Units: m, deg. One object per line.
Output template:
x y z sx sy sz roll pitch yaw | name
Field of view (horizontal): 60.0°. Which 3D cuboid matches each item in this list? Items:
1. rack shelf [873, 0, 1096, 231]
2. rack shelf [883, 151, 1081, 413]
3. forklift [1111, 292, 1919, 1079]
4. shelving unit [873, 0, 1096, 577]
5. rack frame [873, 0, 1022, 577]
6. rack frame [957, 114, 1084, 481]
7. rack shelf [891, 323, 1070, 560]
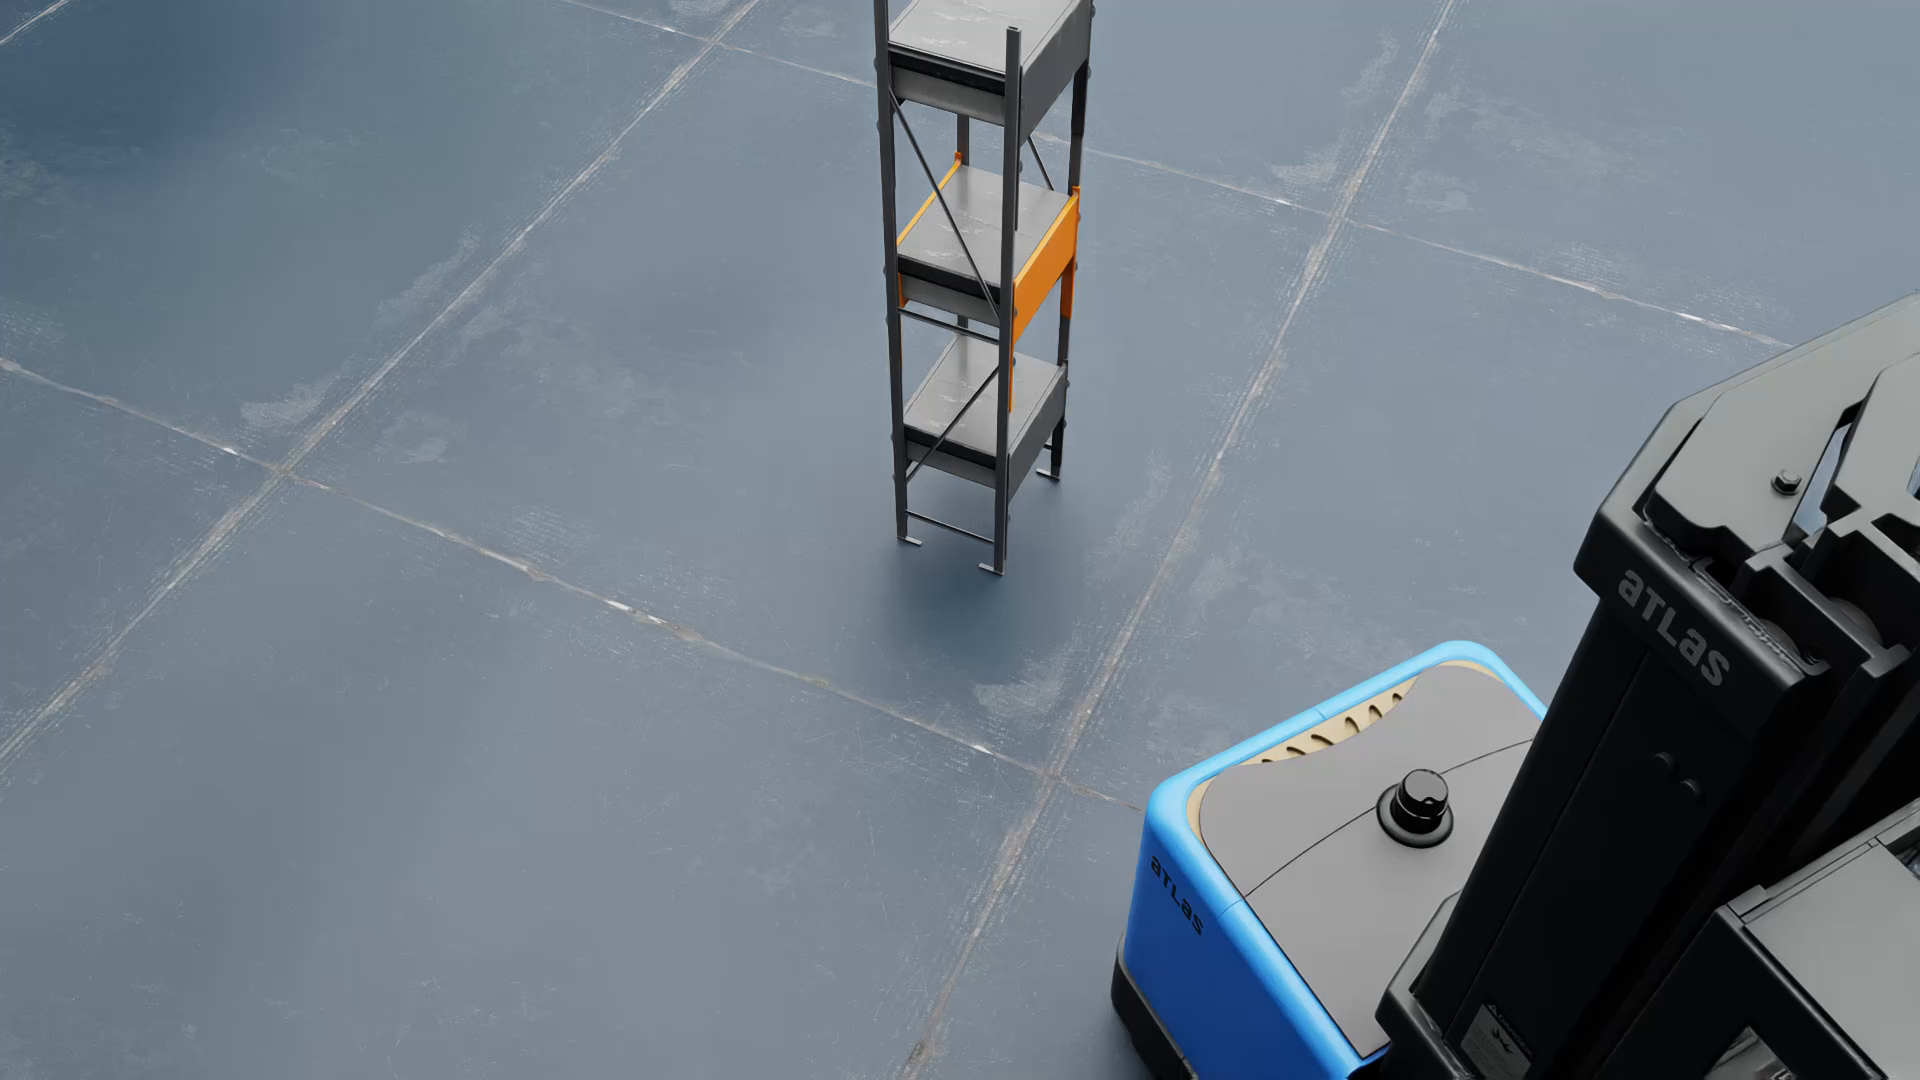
0.071 -1.239 4.525 0.431 0.518 0.480 20 52 16 | rack shelf
0.071 -0.786 5.058 0.431 0.518 0.480 20 52 16 | rack shelf
1.570 1.135 2.860 1.130 2.935 3.031 -23 53 -18 | forklift
0.071 -0.794 5.047 0.431 2.100 0.503 20 52 16 | shelving unit
-0.034 -0.626 4.904 0.400 2.100 0.015 20 52 16 | rack frame
0.175 -0.962 5.190 0.400 2.100 0.015 20 52 16 | rack frame
0.071 -0.332 5.591 0.431 0.518 0.480 20 52 16 | rack shelf
